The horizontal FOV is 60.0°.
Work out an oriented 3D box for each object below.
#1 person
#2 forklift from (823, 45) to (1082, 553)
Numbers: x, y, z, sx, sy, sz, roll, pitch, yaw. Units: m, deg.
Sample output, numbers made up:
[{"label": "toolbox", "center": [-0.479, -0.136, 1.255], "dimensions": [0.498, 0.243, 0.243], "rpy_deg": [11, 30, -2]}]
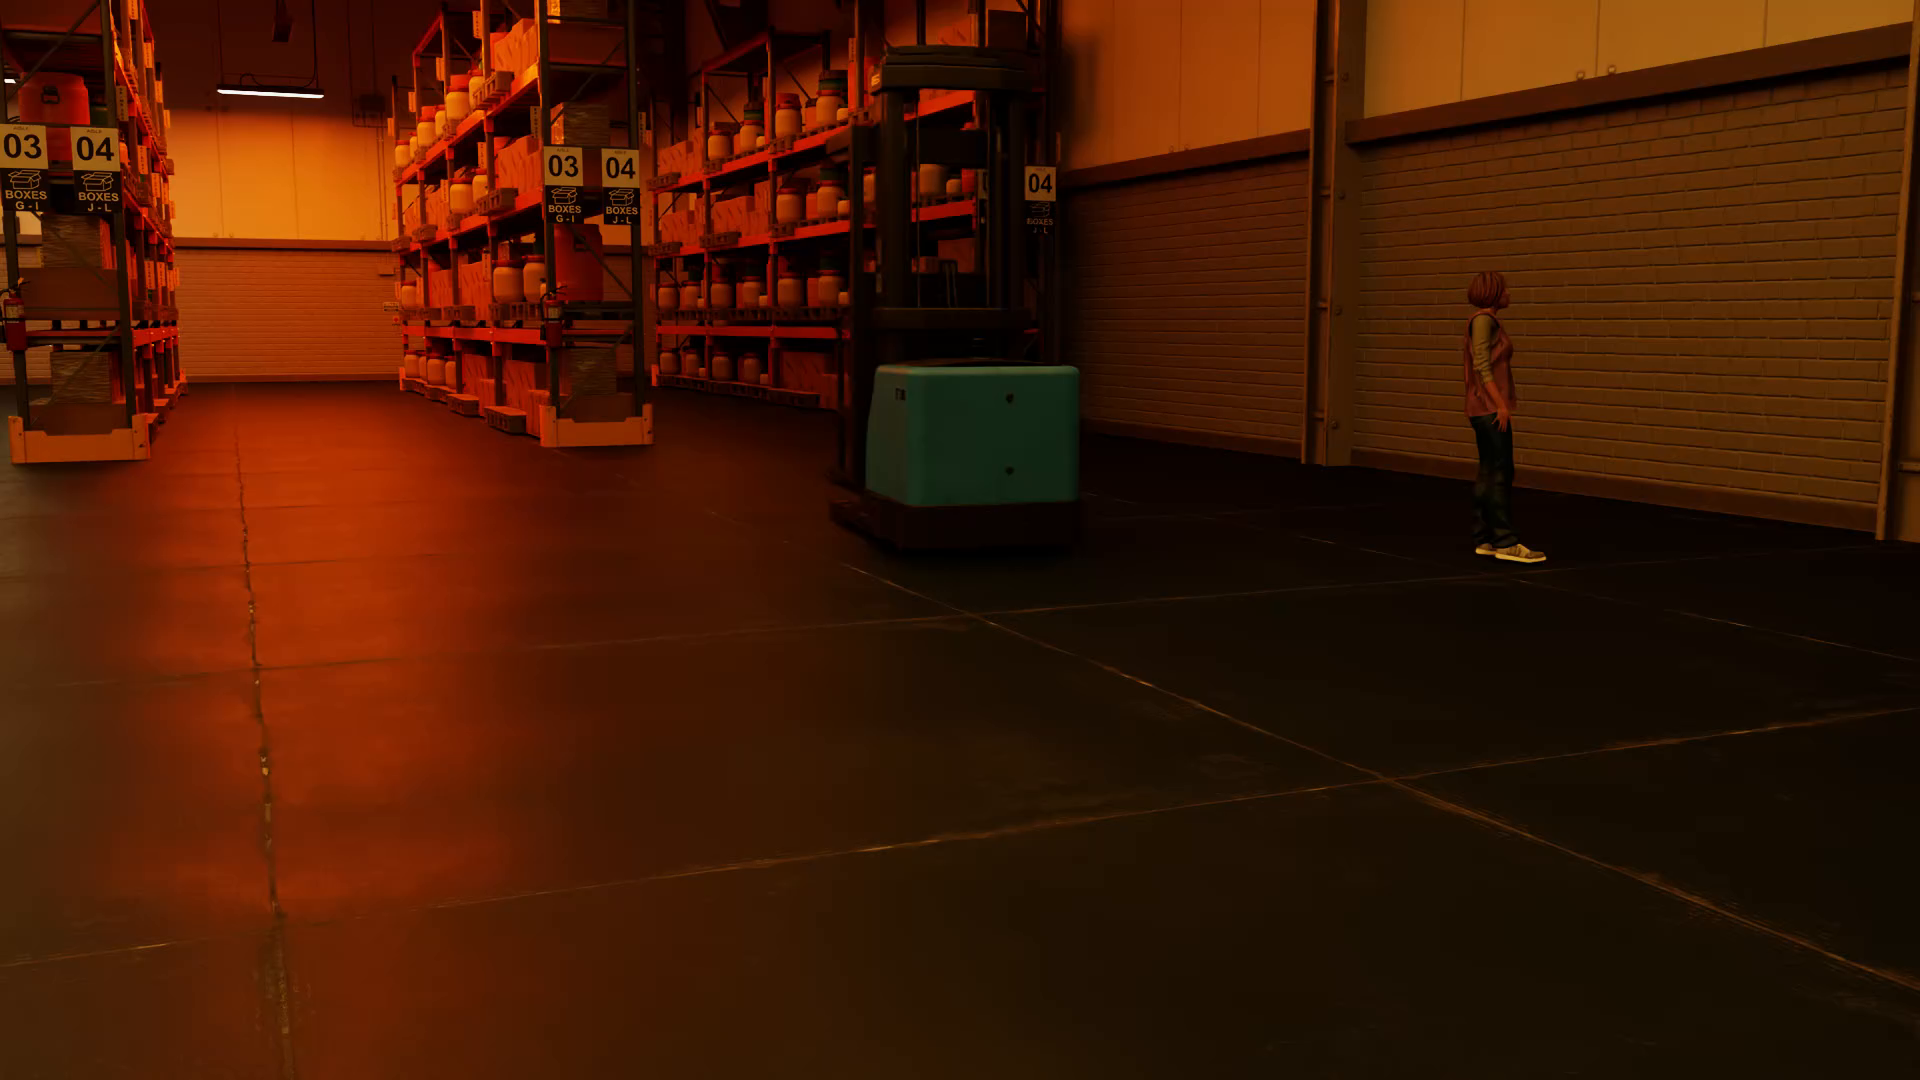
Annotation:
[{"label": "person", "center": [3.042, -0.696, 9.274], "dimensions": [0.474, 1.597, 0.520], "rpy_deg": [2, 8, 16]}, {"label": "forklift", "center": [-0.223, -1.537, 10.596], "dimensions": [1.130, 2.935, 3.031], "rpy_deg": [-2, 8, -17]}]
